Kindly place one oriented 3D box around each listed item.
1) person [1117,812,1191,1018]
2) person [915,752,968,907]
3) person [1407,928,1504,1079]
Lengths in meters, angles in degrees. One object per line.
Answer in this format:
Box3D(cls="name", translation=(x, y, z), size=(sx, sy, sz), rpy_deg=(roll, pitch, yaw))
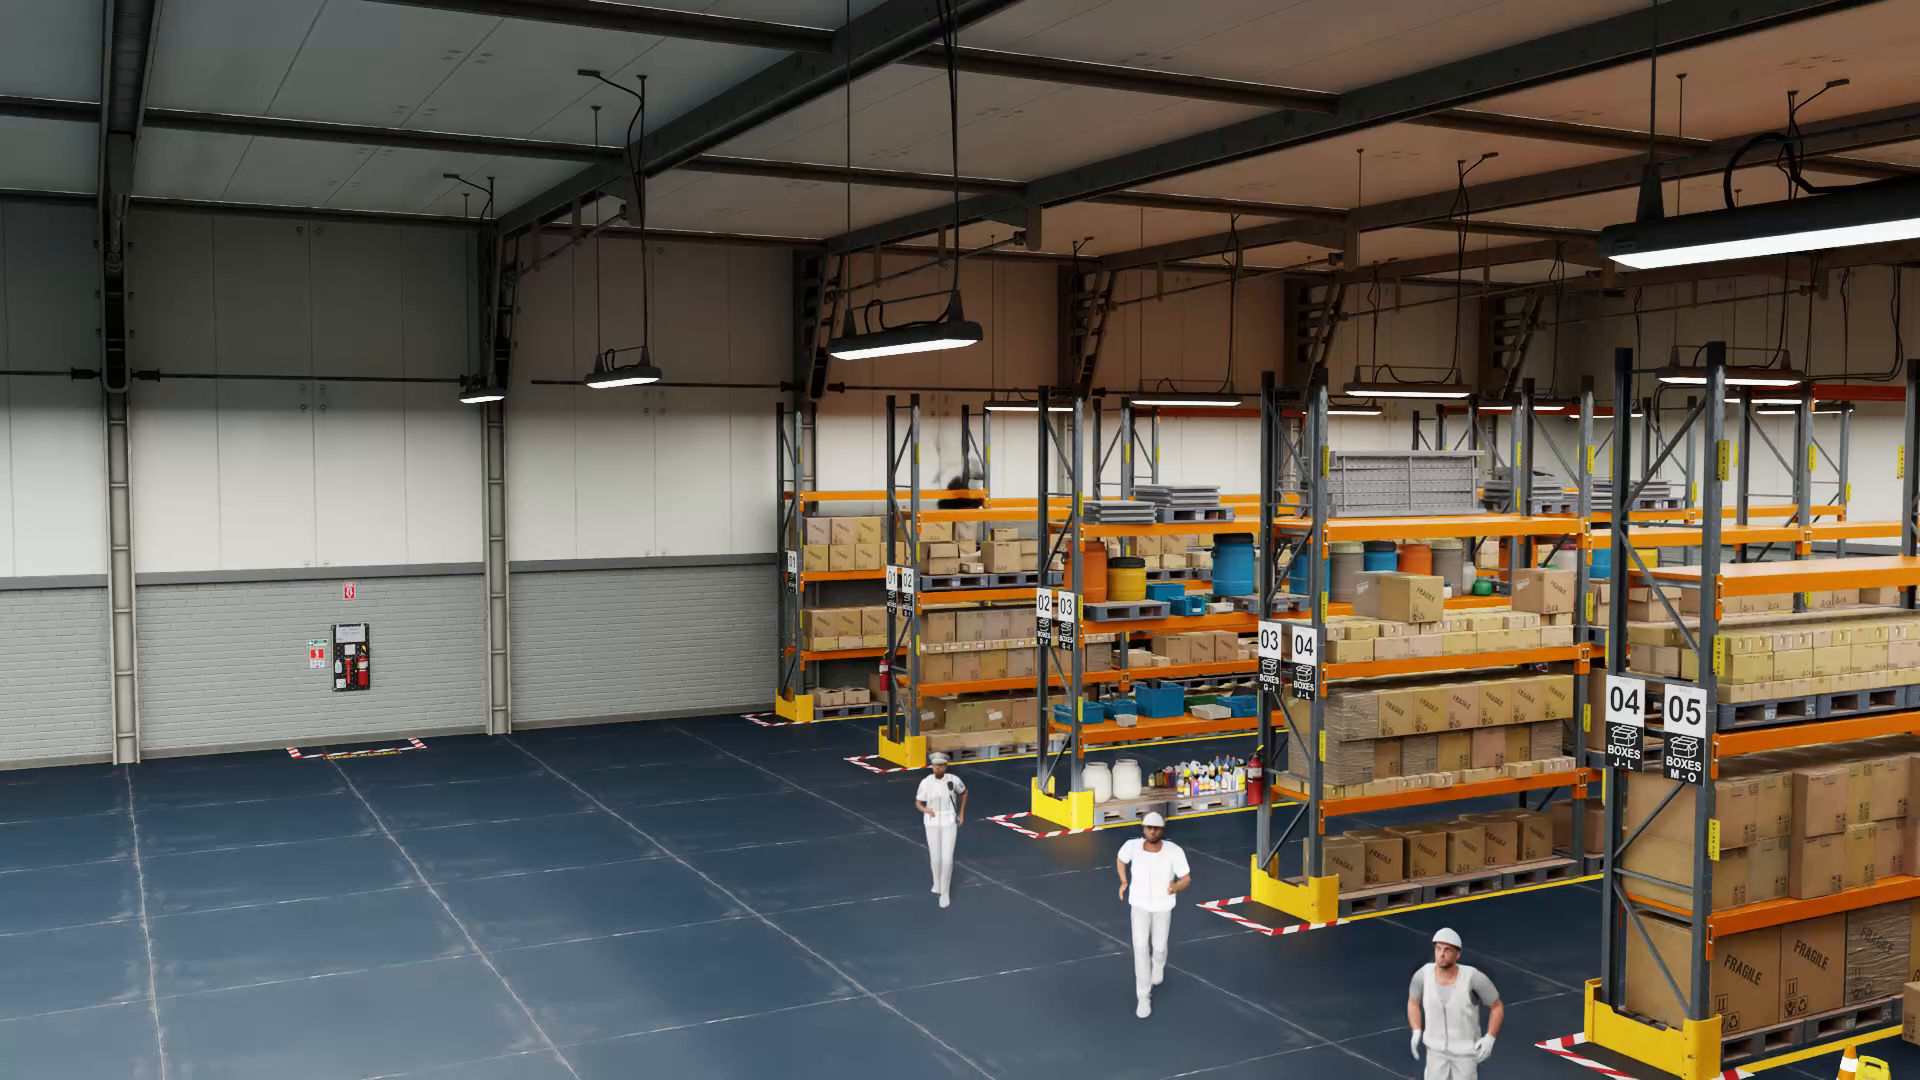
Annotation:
Box3D(cls="person", translation=(1.783, 3.396, 15.394), size=(0.697, 1.779, 0.978), rpy_deg=(1, 3, 9))
Box3D(cls="person", translation=(-0.217, 3.264, 18.886), size=(0.576, 1.747, 0.722), rpy_deg=(0, 3, 7))
Box3D(cls="person", translation=(3.530, 3.619, 11.874), size=(0.665, 1.763, 0.665), rpy_deg=(2, 4, 29))
